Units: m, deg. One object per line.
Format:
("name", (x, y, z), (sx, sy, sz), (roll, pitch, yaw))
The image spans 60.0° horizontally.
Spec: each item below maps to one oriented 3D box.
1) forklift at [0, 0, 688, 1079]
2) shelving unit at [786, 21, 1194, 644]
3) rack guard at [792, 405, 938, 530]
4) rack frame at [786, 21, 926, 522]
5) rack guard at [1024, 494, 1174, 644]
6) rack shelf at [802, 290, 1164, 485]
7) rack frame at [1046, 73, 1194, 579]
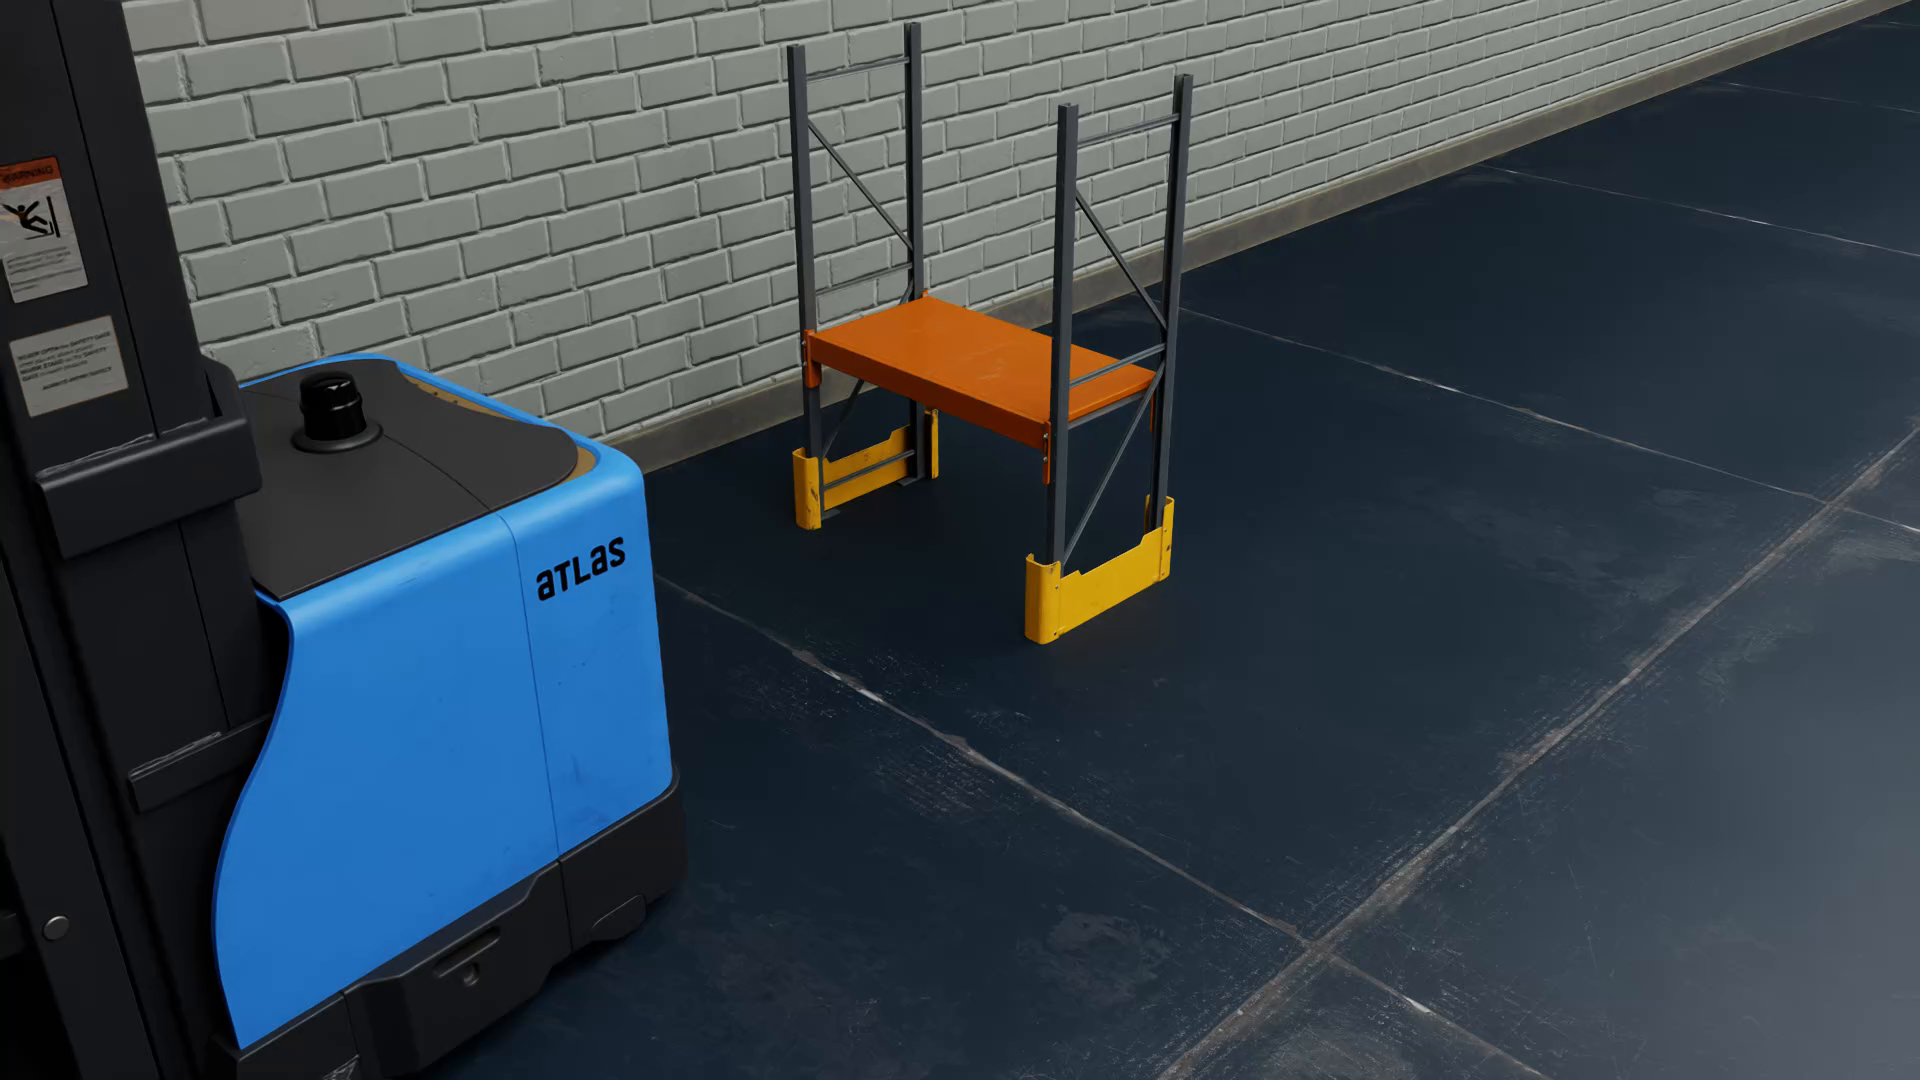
("forklift", (-1.934, -0.122, 2.333), (1.130, 2.935, 3.031), (21, 34, 34))
("shelving unit", (0.054, -0.639, 4.854), (1.083, 1.500, 0.587), (25, 36, 38))
("rack guard", (-0.301, -0.248, 5.454), (0.087, 0.250, 0.587), (25, 36, 38))
("rack frame", (-0.302, -0.802, 5.163), (0.032, 1.500, 0.500), (25, 36, 38))
("rack guard", (0.409, 0.077, 4.835), (0.087, 0.250, 0.587), (25, 36, 38))
("rack shelf", (0.061, -0.477, 4.932), (1.000, 0.185, 0.538), (25, 36, 38))
("rack frame", (0.423, -0.470, 4.533), (0.032, 1.500, 0.500), (25, 36, 38))
